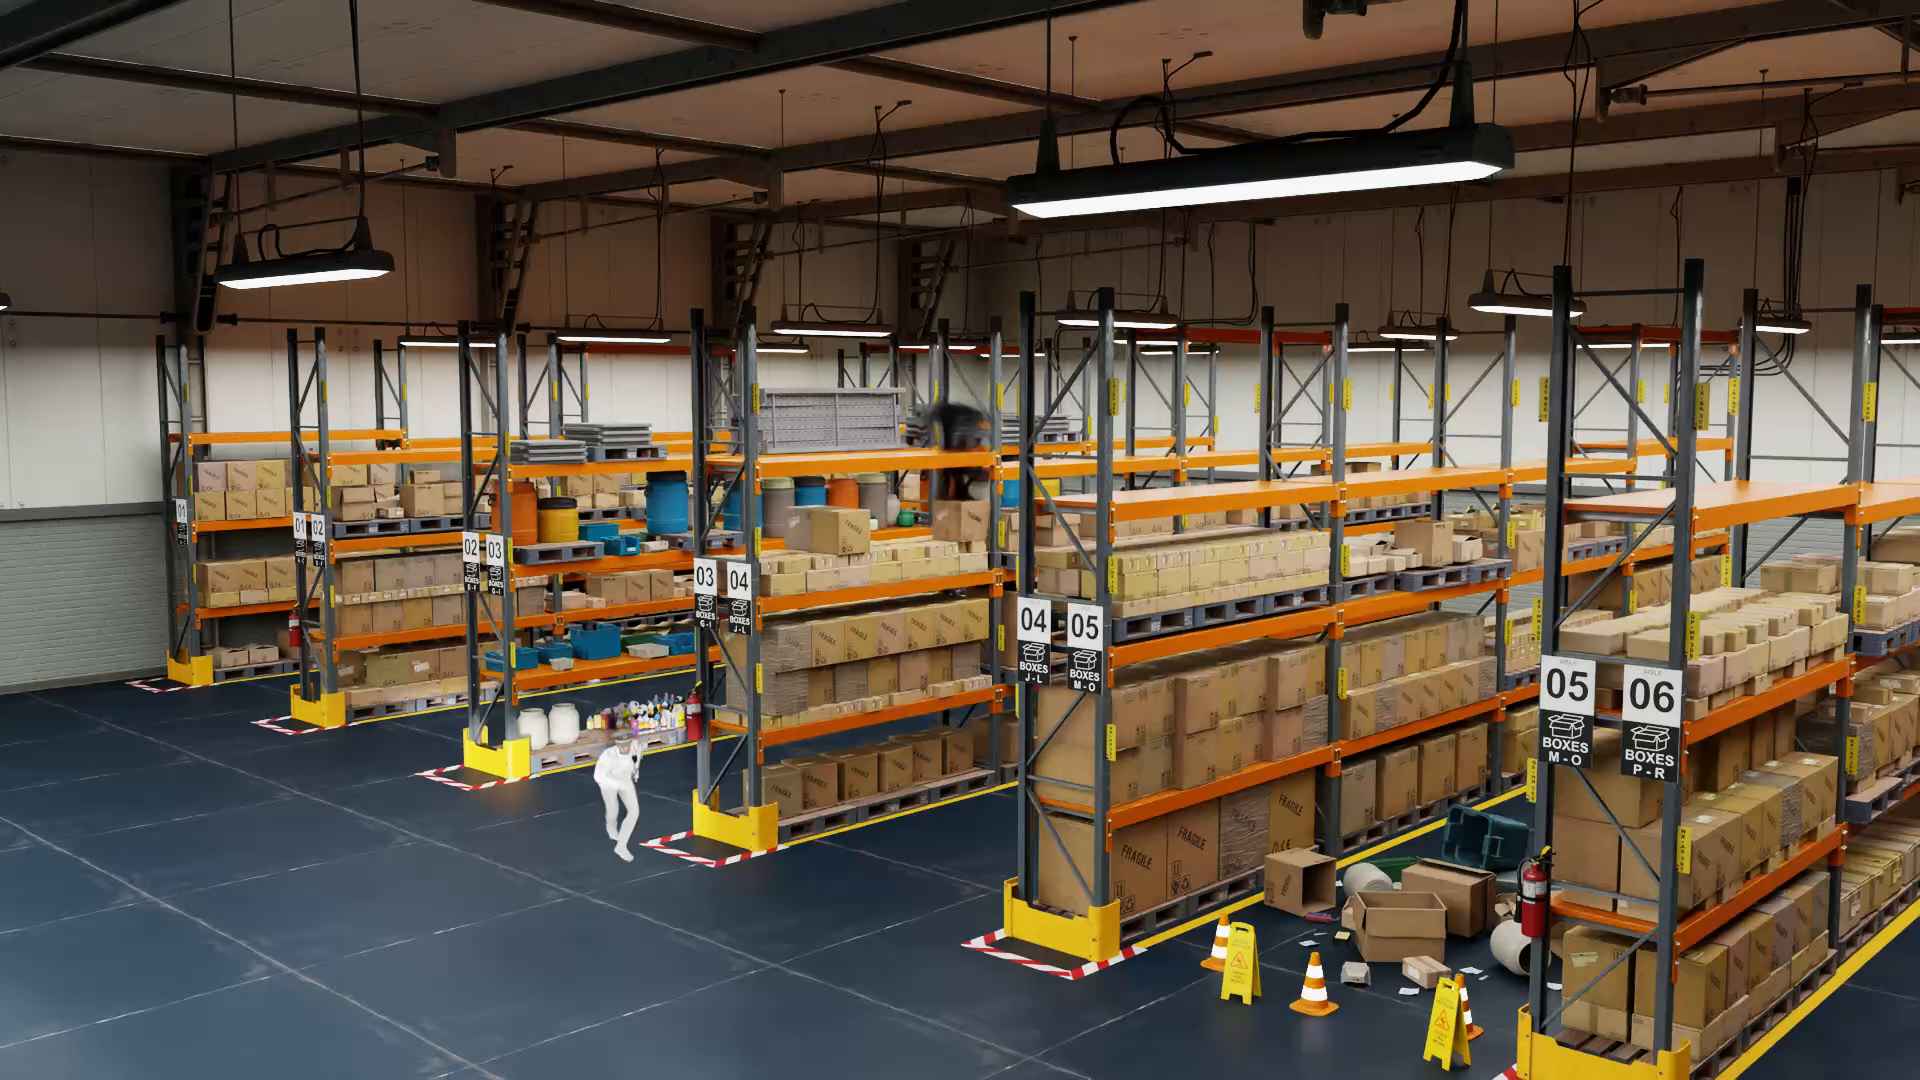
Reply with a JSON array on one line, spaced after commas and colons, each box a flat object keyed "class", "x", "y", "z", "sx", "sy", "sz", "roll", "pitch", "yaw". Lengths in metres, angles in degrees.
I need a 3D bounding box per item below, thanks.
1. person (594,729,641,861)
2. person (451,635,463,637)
[{"class": "person", "x": -3.805, "y": 2.742, "z": 18.311, "sx": 0.593, "sy": 1.471, "sz": 1.092, "roll": -3, "pitch": 6, "yaw": -29}, {"class": "person", "x": -8.675, "y": 1.668, "z": 28.893, "sx": 0.686, "sy": 1.591, "sz": 0.849, "roll": 3, "pitch": 6, "yaw": 28}]
